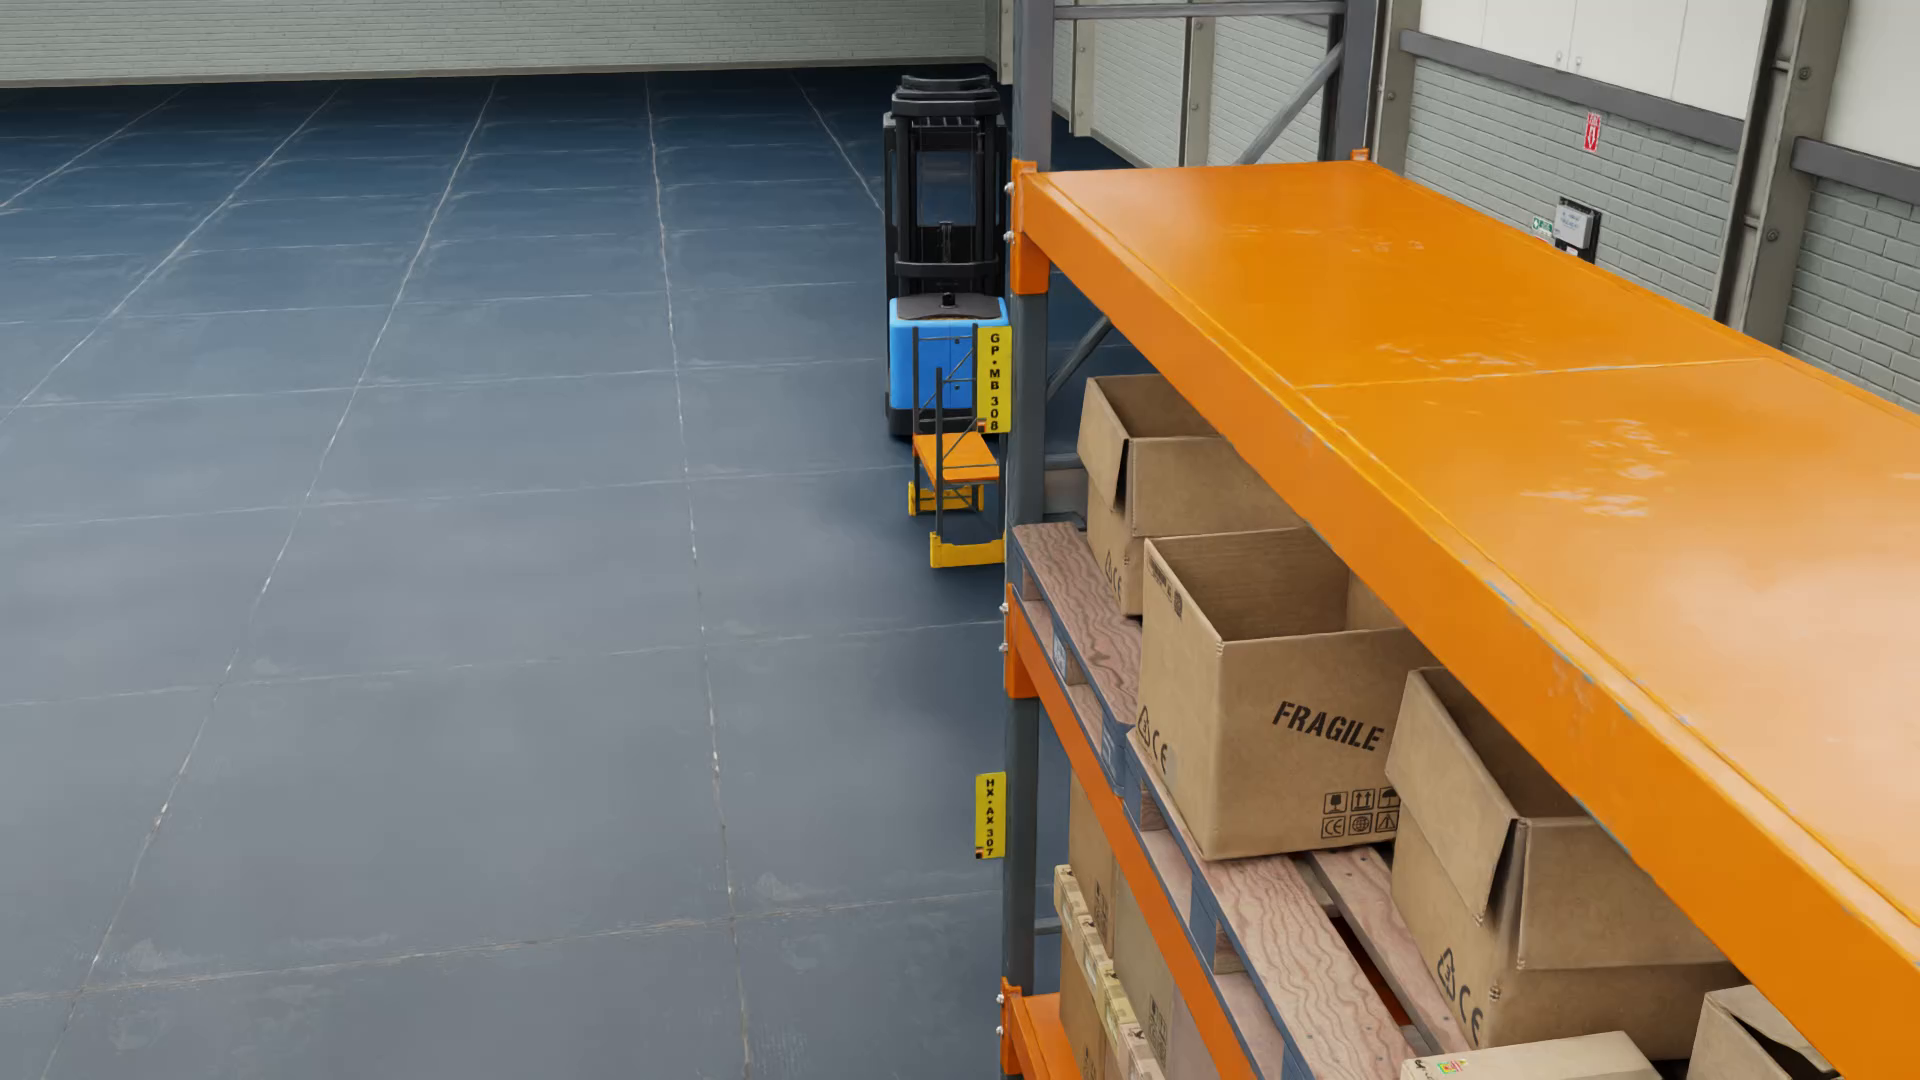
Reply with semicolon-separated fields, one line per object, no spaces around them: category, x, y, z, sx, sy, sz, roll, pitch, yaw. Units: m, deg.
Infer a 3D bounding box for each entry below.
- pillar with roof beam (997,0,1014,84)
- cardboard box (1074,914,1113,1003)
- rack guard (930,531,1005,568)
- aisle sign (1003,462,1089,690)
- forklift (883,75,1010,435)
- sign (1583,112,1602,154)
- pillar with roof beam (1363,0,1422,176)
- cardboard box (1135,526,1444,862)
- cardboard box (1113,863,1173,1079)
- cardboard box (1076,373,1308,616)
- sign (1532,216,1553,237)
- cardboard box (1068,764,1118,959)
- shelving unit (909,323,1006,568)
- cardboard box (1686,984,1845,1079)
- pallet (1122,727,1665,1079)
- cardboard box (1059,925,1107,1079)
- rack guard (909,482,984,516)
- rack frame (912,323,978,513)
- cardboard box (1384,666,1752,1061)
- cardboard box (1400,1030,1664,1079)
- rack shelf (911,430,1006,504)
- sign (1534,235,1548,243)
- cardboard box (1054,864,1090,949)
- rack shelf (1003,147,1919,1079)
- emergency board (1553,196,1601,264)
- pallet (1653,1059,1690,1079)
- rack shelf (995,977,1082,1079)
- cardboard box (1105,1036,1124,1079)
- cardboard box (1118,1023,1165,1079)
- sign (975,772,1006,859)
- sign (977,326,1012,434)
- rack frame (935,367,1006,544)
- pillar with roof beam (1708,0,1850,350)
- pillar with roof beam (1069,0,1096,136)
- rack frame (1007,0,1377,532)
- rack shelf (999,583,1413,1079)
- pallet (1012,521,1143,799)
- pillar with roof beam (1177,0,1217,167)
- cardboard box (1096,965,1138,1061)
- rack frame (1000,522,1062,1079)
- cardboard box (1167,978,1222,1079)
pillar with roof beam;-3.284;-13.084;31.206;9.100;9.000;0.400;-4;24;-10
cardboard box;0.560;1.235;4.982;0.380;0.149;0.250;-5;24;-11
rack guard;0.078;0.051;12.063;0.587;0.250;0.087;-4;24;-10
aisle sign;0.334;0.109;5.246;0.394;0.787;0.004;-4;24;-10
forklift;-0.141;-2.795;15.230;1.130;2.935;3.031;-1;24;-2
sign;5.062;-3.261;13.314;0.001;0.298;0.199;-4;24;-10
pillar with roof beam;0.045;-6.003;14.995;9.100;9.000;0.400;-4;24;-10
cardboard box;0.686;0.300;3.485;0.500;0.500;0.500;-4;24;-10
cardboard box;0.833;1.075;4.536;0.700;0.500;0.500;-5;24;-11
cardboard box;0.749;-0.148;4.508;0.797;0.503;0.637;-3;24;-6
sign;4.957;-2.670;14.150;0.001;0.109;0.331;-4;24;-10
cardboard box;0.731;0.869;5.009;0.700;0.500;0.500;-4;24;-10
shelving unit;-0.014;-0.717;12.261;0.587;1.500;1.083;-4;24;-10
cardboard box;1.453;0.857;2.447;0.500;0.311;0.500;-6;24;-13
pallet;0.982;0.731;3.434;1.003;0.211;1.213;-4;24;-10
cardboard box;0.721;1.443;5.317;0.700;0.500;0.500;-4;24;-10
rack guard;-0.106;-0.340;12.960;0.587;0.250;0.087;-4;24;-10
rack frame;-0.110;-0.921;12.727;0.500;1.500;0.032;-4;24;-10
cardboard box;1.206;0.542;2.928;0.797;0.503;0.637;-2;24;-4
cardboard box;0.895;0.907;2.535;0.380;0.149;0.250;-4;24;-10
rack shelf;-0.016;-0.556;12.341;0.538;0.185;1.000;-4;24;-10
sign;4.965;-2.429;14.262;0.001;0.329;0.234;-4;24;-10
cardboard box;0.508;1.131;5.219;0.380;0.149;0.250;-4;24;-10
rack shelf;1.017;-0.146;2.981;1.077;0.370;4.000;-4;24;-10
emergency board;4.965;-2.188;13.754;0.194;1.169;0.643;-4;24;-10
pallet;1.204;1.210;2.338;1.003;0.211;1.213;-4;24;-10
rack shelf;1.017;2.420;4.102;1.077;0.370;4.000;-4;24;-10
cardboard box;0.823;1.649;4.844;0.700;0.500;0.500;-4;24;-8
cardboard box;0.649;1.432;4.530;0.380;0.149;0.250;-5;24;-11
sign;0.101;0.910;5.481;0.100;0.325;0.005;-4;24;-10
sign;0.101;-0.469;4.879;0.100;0.325;0.005;-4;24;-10
rack frame;0.078;-0.521;11.811;0.500;1.500;0.032;-4;24;-10
pillar with roof beam;1.154;-3.643;9.591;9.100;9.000;0.400;-4;24;-10
pillar with roof beam;-2.174;-10.724;25.802;9.100;9.000;0.400;-4;24;-10
rack frame;0.647;-1.445;4.558;1.000;3.000;0.127;-4;24;-10
rack shelf;1.017;1.046;3.502;1.077;0.370;4.000;-4;24;-10
pallet;0.753;0.250;4.535;1.003;0.211;1.213;-4;24;-10
pillar with roof beam;-1.065;-8.363;20.399;9.100;9.000;0.400;-4;24;-10
cardboard box;0.604;1.333;4.757;0.380;0.149;0.250;-4;24;-10
rack frame;0.647;1.304;5.759;1.000;3.000;0.127;-4;24;-10
cardboard box;0.927;1.274;4.083;0.700;0.500;0.500;-4;24;-10
